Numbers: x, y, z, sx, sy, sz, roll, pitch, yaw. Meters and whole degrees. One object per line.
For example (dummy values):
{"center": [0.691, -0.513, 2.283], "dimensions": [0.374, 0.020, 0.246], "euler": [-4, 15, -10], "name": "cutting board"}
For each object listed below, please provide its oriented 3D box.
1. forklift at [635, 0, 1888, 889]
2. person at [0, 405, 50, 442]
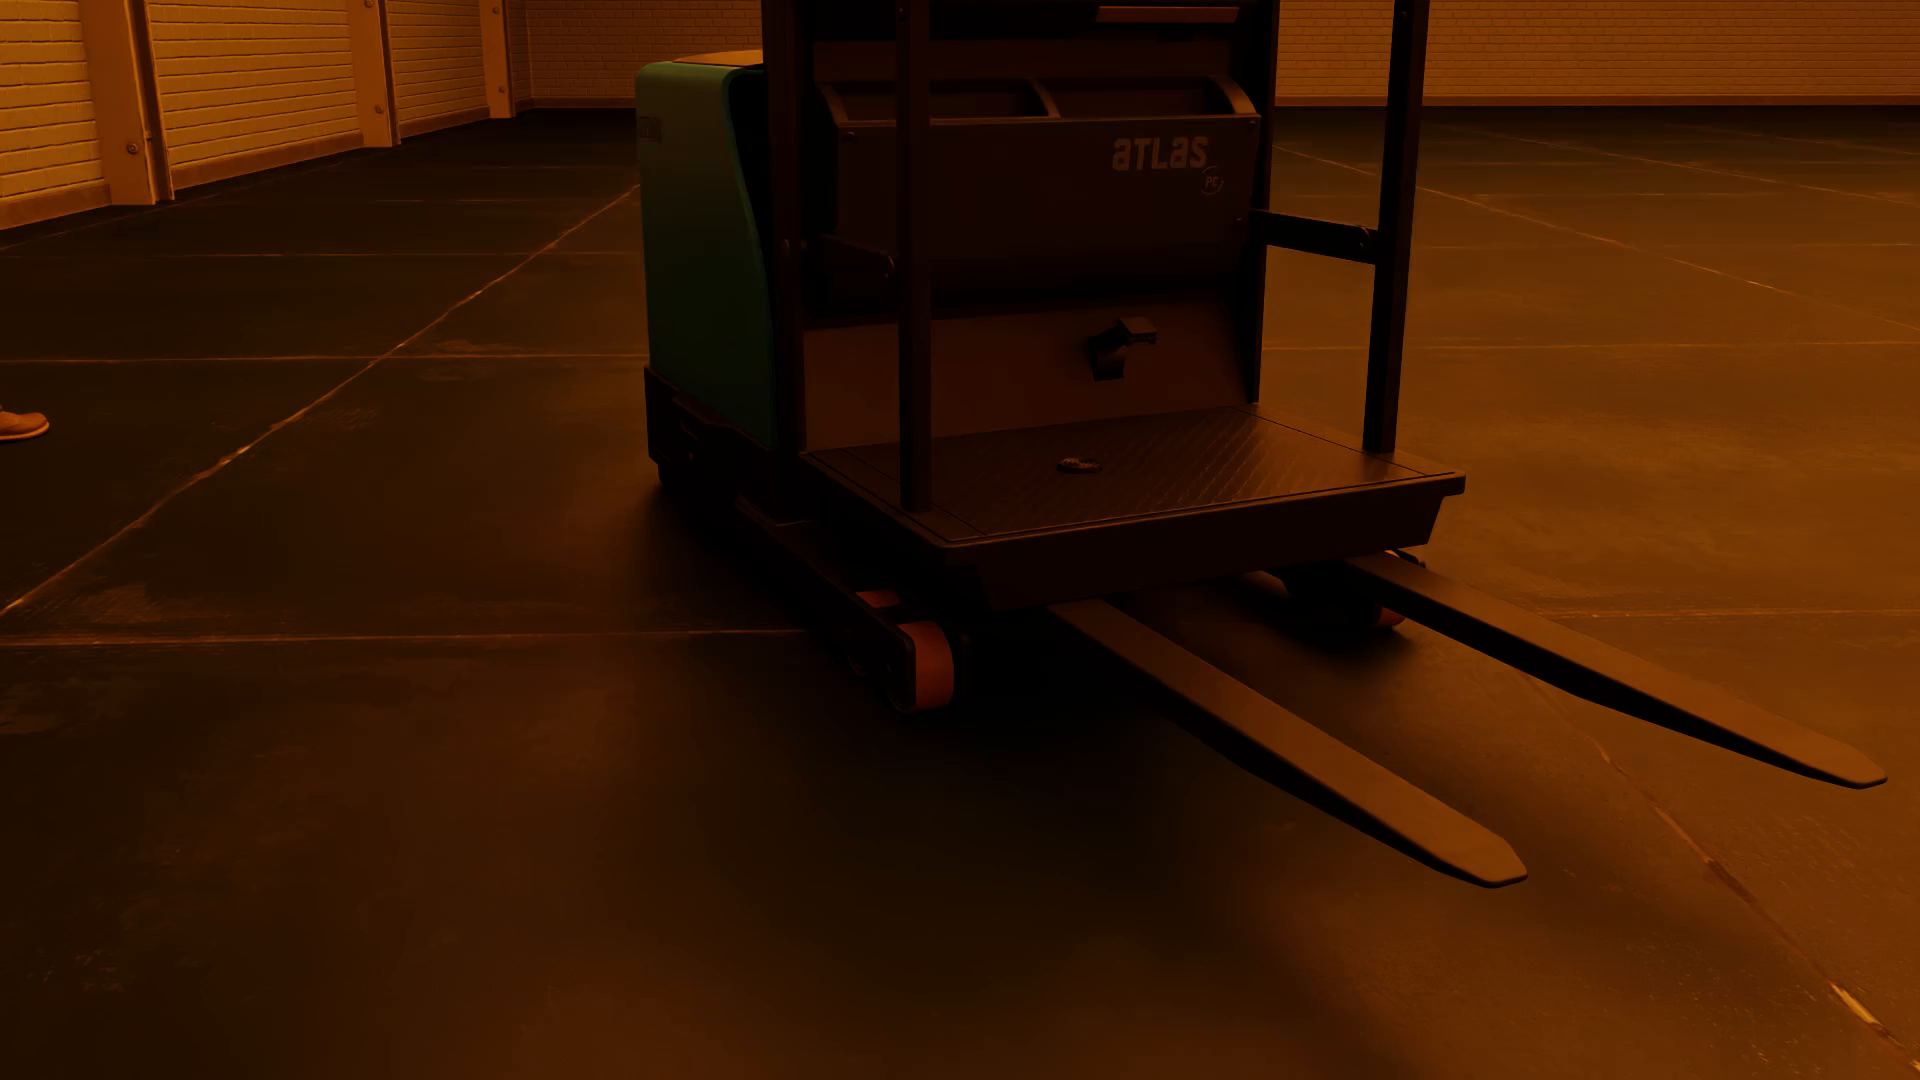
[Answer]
{"center": [0.258, -1.240, 2.962], "dimensions": [1.130, 2.935, 3.031], "euler": [-8, 19, -24], "name": "forklift"}
{"center": [-2.954, -1.082, 4.632], "dimensions": [0.449, 1.659, 0.339], "euler": [3, 17, 8], "name": "person"}
